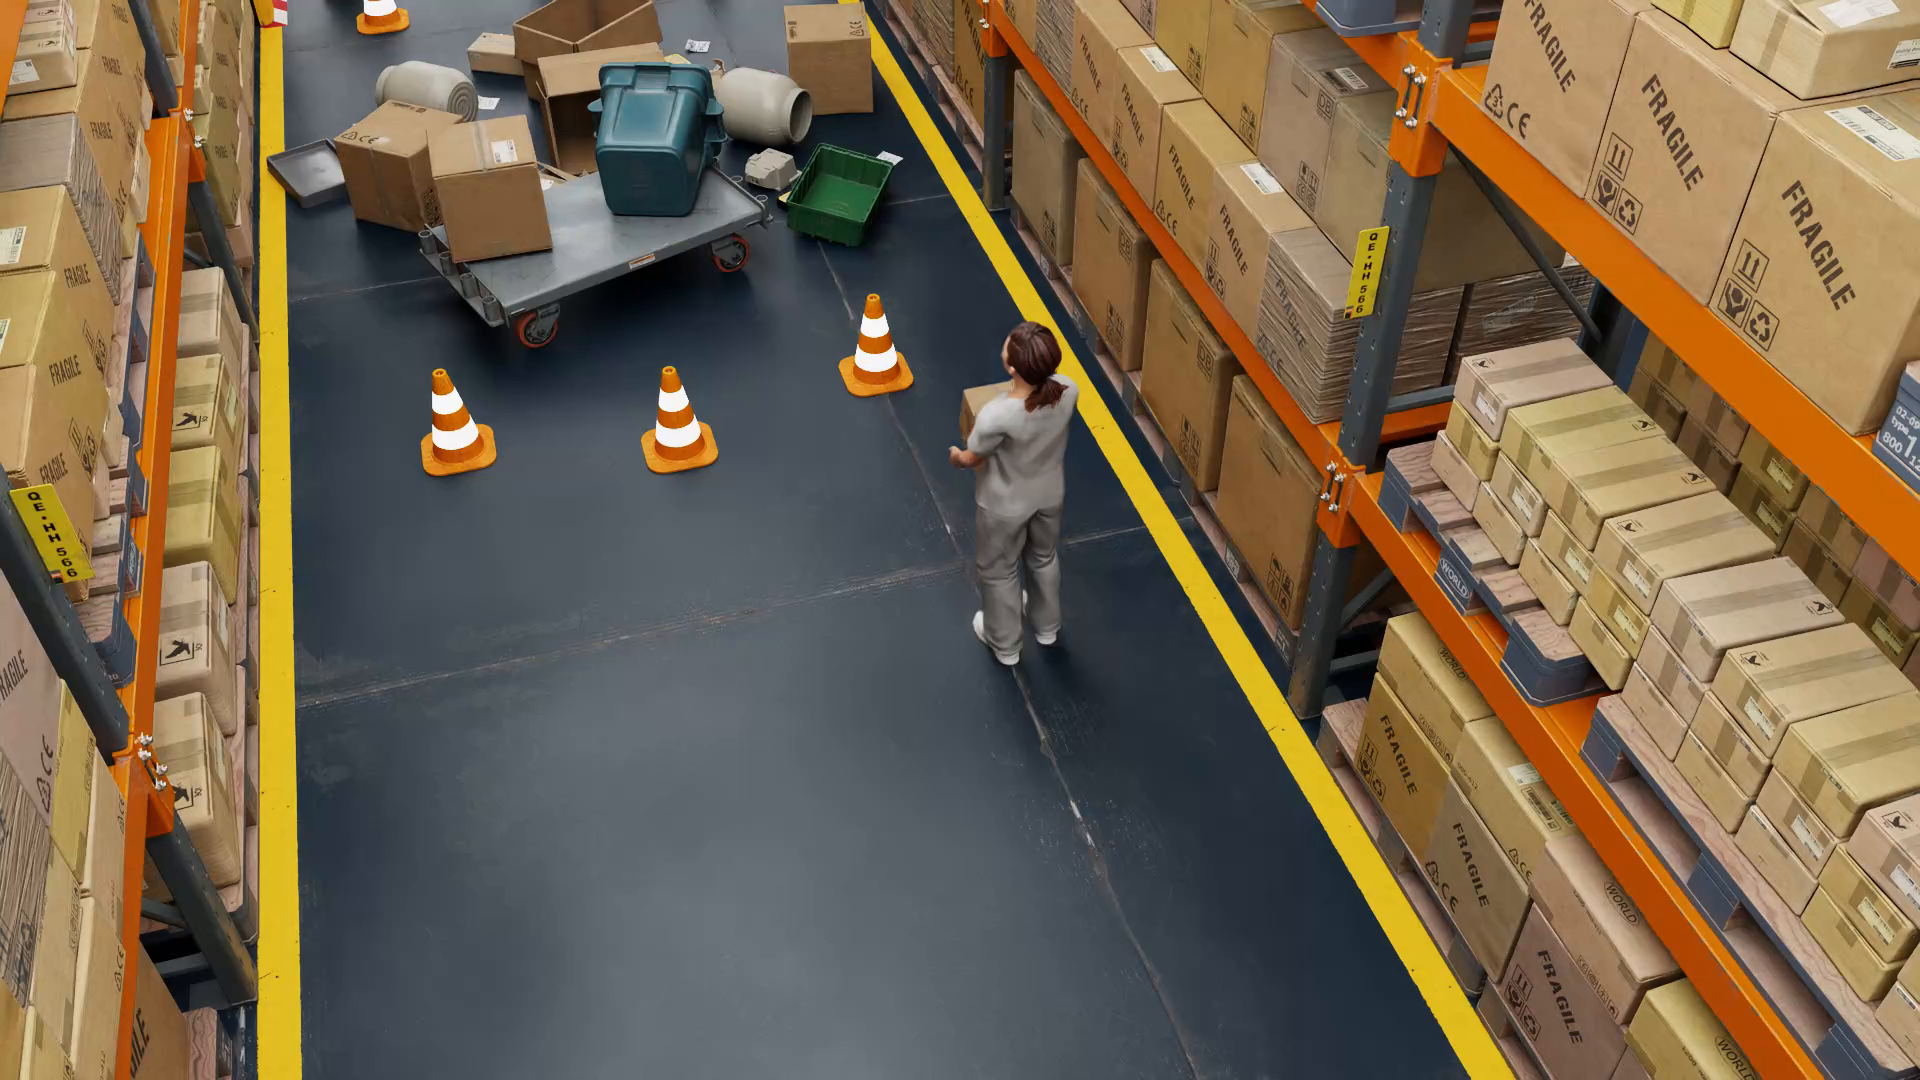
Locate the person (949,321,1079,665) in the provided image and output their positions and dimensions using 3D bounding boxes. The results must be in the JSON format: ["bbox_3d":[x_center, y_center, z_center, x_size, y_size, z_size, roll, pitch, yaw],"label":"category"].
[{"bbox_3d":[0.205,-0.194,6.372,0.479,1.676,0.534,-23,47,-23],"label":"person"}]
